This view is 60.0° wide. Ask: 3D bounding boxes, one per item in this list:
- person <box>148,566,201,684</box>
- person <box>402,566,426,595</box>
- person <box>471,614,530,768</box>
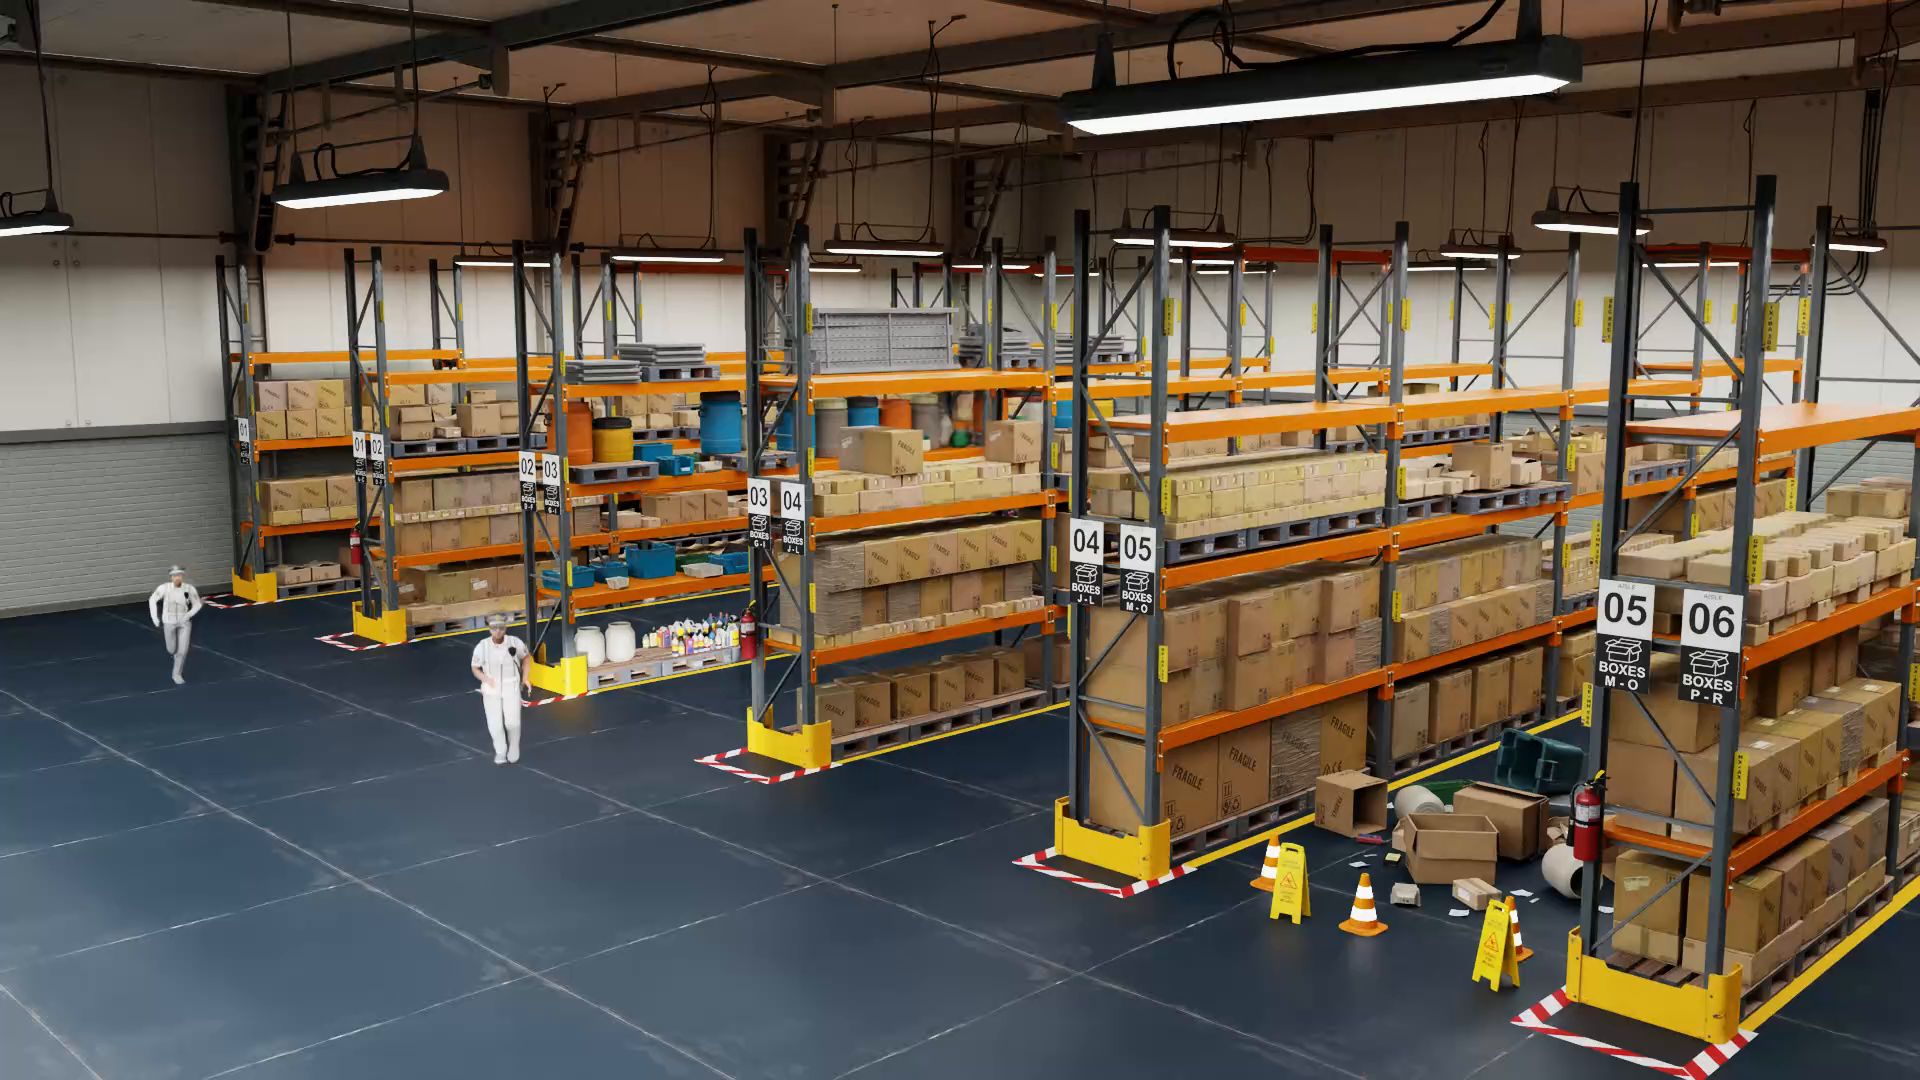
[{"bbox_3d":[-10.734,1.153,22.761,0.654,1.647,0.623,-4,9,-24],"label":"person"},{"bbox_3d":[-9.145,0.352,27.643,0.709,1.670,0.798,7,11,40],"label":"person"},{"bbox_3d":[-5.099,1.689,18.512,0.635,1.771,0.766,-2,8,-14],"label":"person"}]
